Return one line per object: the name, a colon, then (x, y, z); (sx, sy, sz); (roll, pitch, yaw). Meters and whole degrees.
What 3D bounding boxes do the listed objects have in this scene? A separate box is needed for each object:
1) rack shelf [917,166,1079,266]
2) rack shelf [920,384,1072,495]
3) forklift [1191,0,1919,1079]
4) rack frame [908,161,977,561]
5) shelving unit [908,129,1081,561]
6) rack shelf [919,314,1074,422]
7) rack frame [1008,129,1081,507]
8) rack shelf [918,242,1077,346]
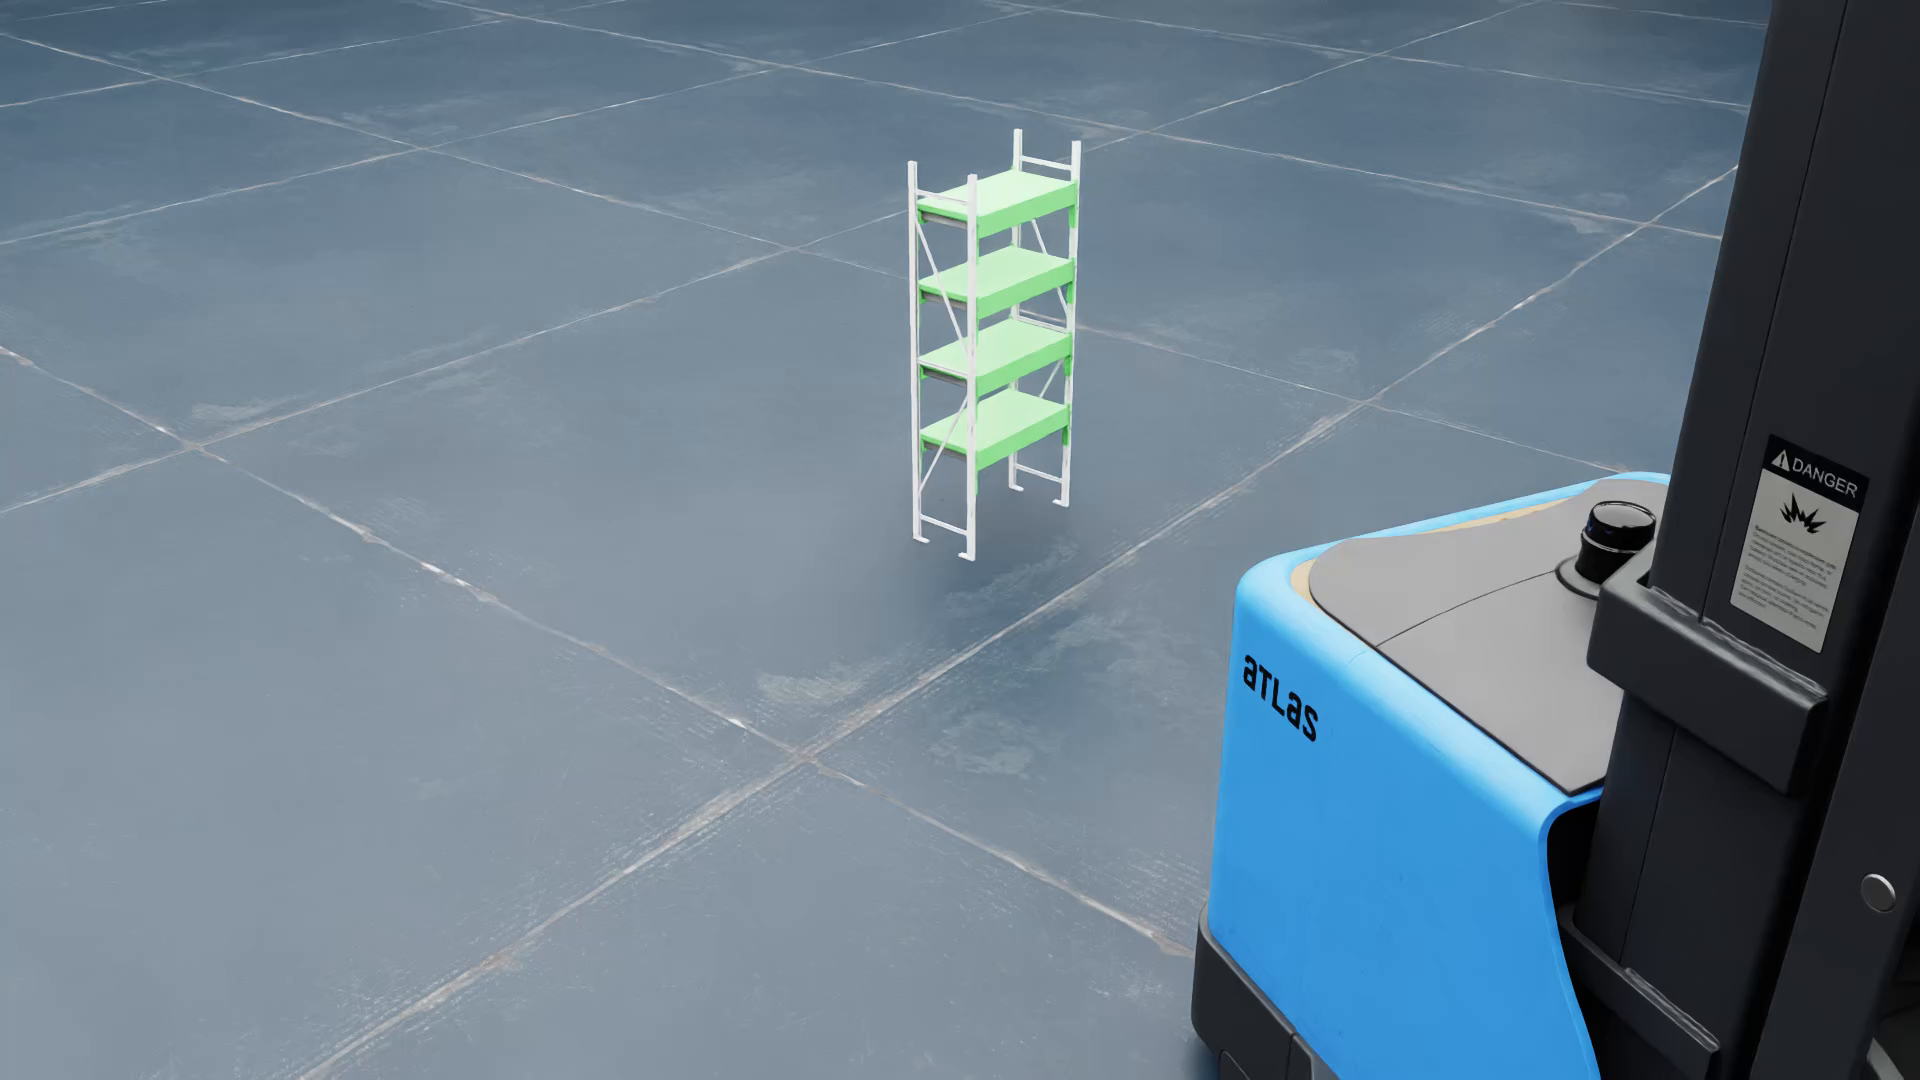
rack shelf: (0.105, -0.961, 4.897); (0.258, 0.148, 0.480); (21, 34, 34)
rack shelf: (0.105, -0.322, 5.227); (0.258, 0.148, 0.480); (21, 34, 34)
forklift: (1.535, 0.210, 1.654); (1.130, 2.935, 3.031); (-12, 30, -22)
rack frame: (-0.050, -0.505, 4.921); (0.240, 1.200, 0.015); (21, 34, 34)
shelving unit: (0.105, -0.592, 5.088); (0.258, 1.200, 0.503); (21, 34, 34)
rack shelf: (0.105, -0.535, 5.117); (0.258, 0.148, 0.480); (21, 34, 34)
rack frame: (0.261, -0.678, 5.255); (0.240, 1.200, 0.015); (21, 34, 34)
rack shelf: (0.105, -0.748, 5.007); (0.258, 0.148, 0.480); (21, 34, 34)
